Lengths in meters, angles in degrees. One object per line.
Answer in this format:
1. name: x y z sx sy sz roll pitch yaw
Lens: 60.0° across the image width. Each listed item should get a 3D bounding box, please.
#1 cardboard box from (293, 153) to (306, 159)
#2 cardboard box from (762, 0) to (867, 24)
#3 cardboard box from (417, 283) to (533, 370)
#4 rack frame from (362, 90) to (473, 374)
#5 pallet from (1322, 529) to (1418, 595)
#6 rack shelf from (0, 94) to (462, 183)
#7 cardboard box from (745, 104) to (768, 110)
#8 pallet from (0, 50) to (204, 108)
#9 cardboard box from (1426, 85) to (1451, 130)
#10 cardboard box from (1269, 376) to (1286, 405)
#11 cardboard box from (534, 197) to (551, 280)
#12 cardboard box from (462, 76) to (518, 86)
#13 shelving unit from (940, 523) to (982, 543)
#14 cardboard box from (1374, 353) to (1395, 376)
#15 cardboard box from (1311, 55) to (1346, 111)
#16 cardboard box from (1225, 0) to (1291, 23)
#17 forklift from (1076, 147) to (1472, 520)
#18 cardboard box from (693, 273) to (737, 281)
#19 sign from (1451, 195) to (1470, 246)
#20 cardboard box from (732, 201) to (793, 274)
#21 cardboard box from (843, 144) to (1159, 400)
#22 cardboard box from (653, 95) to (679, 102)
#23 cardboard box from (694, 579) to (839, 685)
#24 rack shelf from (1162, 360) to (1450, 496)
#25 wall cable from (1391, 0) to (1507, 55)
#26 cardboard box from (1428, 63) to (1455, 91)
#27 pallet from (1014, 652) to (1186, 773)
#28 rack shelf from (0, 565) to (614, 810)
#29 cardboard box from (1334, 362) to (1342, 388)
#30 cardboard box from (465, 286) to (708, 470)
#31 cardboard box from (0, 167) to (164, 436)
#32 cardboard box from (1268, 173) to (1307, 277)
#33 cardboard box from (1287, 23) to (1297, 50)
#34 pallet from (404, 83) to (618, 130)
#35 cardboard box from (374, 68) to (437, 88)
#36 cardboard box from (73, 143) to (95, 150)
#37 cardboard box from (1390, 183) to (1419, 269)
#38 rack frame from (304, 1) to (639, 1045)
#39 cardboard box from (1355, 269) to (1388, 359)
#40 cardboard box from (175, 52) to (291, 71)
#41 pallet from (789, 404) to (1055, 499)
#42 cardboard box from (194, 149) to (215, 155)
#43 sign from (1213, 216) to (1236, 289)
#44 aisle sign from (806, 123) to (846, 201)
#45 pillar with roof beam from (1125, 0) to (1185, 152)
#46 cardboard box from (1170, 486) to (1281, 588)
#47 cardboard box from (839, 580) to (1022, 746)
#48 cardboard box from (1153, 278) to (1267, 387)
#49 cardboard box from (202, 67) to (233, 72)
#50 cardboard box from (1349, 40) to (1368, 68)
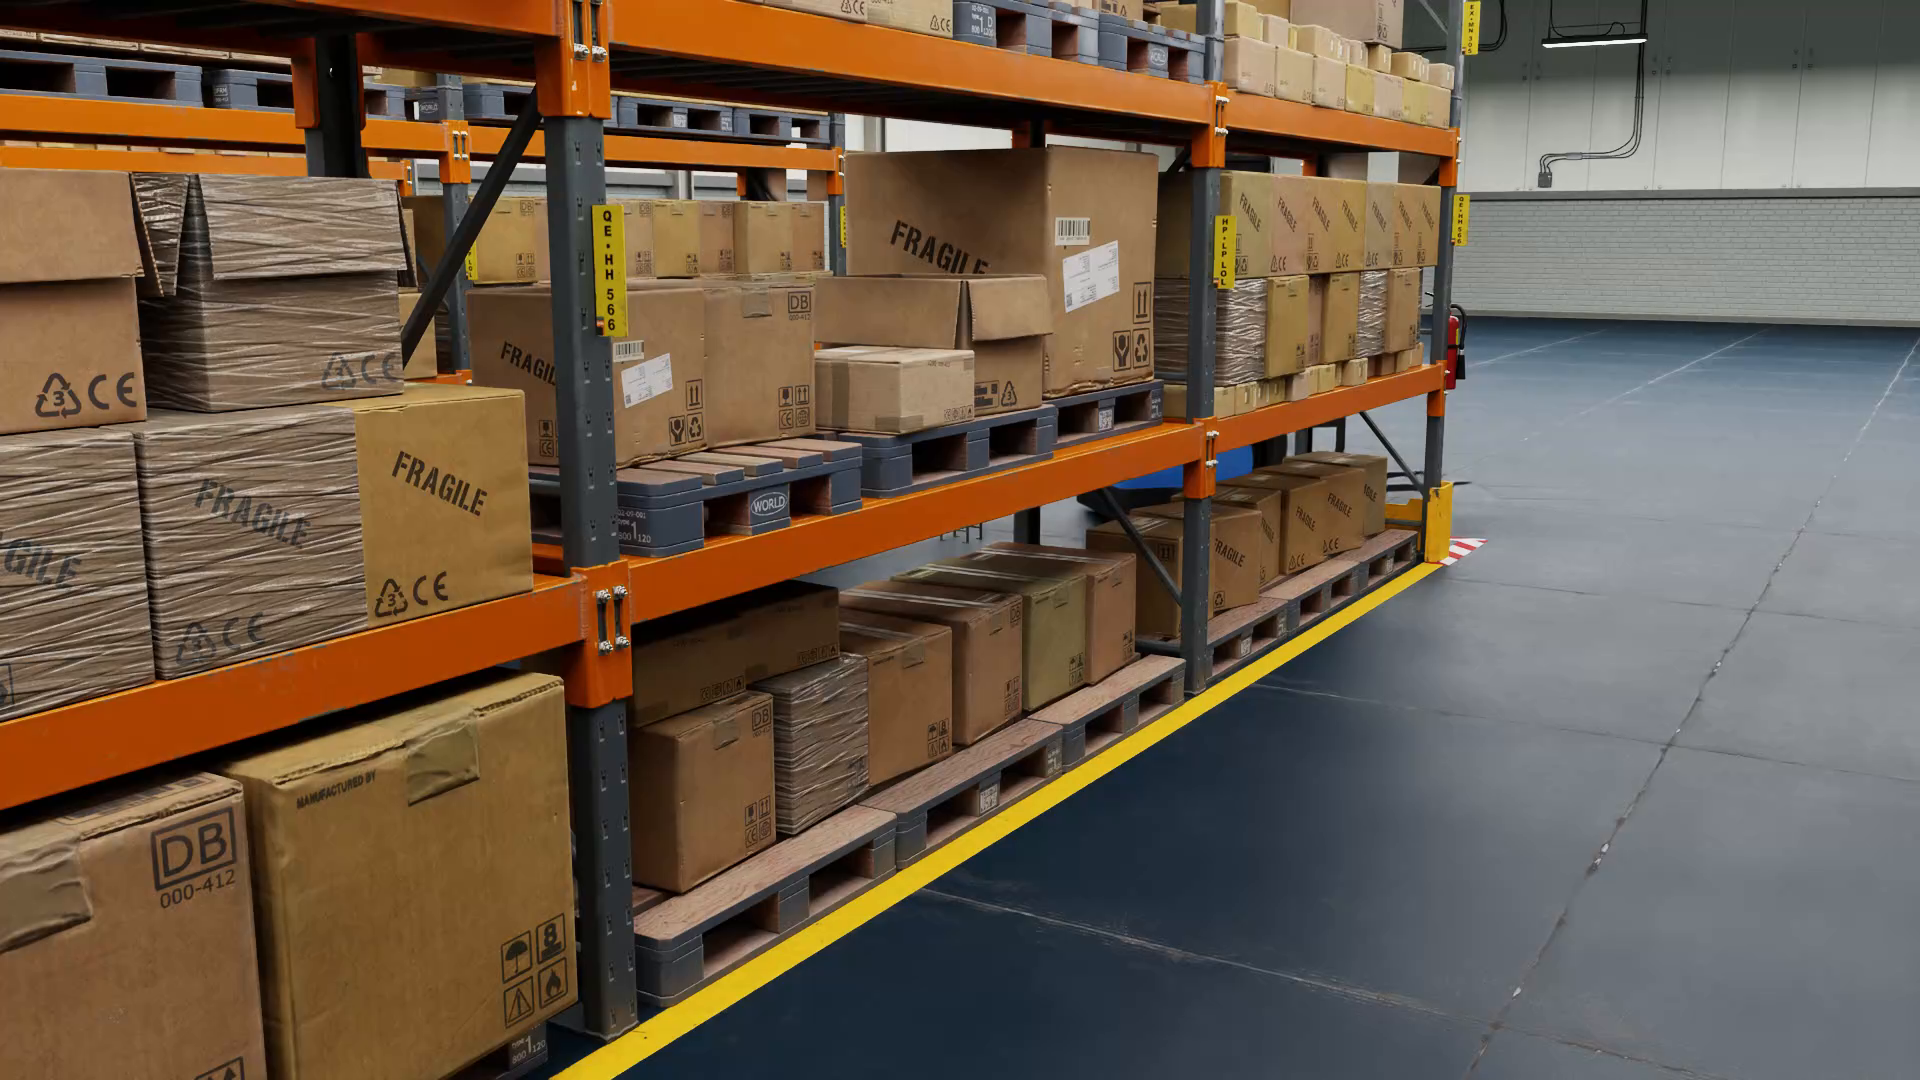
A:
1. cardboard box: -6.073 -3.516 15.030 0.380 0.149 0.250 6 12 31
2. cardboard box: -0.625 -1.688 4.992 0.500 0.250 0.500 7 13 32
3. cardboard box: -3.282 -1.409 10.837 0.875 0.550 0.550 6 12 31
4. rack frame: -3.463 -1.276 10.534 1.000 3.000 0.127 6 12 31
5. pallet: 2.308 0.091 10.807 1.003 0.211 1.213 6 12 31
6. rack shelf: -4.502 -2.083 8.644 1.077 0.370 4.000 6 12 31
7. cardboard box: -1.666 -3.307 12.502 0.380 0.149 0.250 7 12 31
8. pallet: -4.673 -2.311 8.424 1.003 0.211 1.213 7 13 33
9. cardboard box: 2.767 -2.716 10.482 0.500 0.250 0.500 7 13 32
10. cardboard box: 1.461 -0.788 8.611 0.380 0.149 0.250 6 12 31
11. cardboard box: -3.056 -2.033 11.235 0.875 0.550 0.550 6 12 31
12. cardboard box: -2.984 -2.907 10.366 0.380 0.149 0.250 6 12 30
13. shelving unit: 0.008 -0.592 11.770 0.258 1.200 0.189 6 12 31
14. cardboard box: 2.469 -1.106 10.309 0.380 0.149 0.250 6 12 31
15. cardboard box: 1.713 -2.394 8.763 0.500 0.250 0.500 6 12 28
16. cardboard box: 1.798 -3.123 9.811 0.500 0.500 0.500 6 12 30
17. forklift: 2.490 -1.666 12.805 3.031 2.935 1.130 -3 11 -15
18. cardboard box: -2.206 -1.752 12.667 0.875 0.550 0.550 6 12 31
19. sign: 3.264 -2.084 10.843 0.100 0.325 0.005 6 12 31
20. cardboard box: -1.819 -2.360 12.980 0.875 0.550 0.550 6 12 31
21. cardboard box: 0.191 -1.176 7.229 1.000 1.000 1.000 6 12 31
22. cardboard box: -2.194 -3.147 11.644 0.380 0.149 0.250 7 12 31
23. cardboard box: -0.765 0.294 5.708 0.500 0.250 0.500 8 13 37
24. rack shelf: 1.762 -0.747 9.665 1.077 0.370 4.000 6 12 31
25. wall cable: 12.146 -13.454 41.634 3.097 2.526 0.112 6 12 31
26. cardboard box: 2.922 -2.939 10.587 0.380 0.149 0.250 6 12 31
27. pallet: 0.320 0.707 7.520 1.003 0.211 1.213 6 12 31
28. rack shelf: -2.392 0.511 2.944 1.077 0.370 4.000 6 12 31
29. cardboard box: 1.950 -0.949 9.469 0.380 0.149 0.250 6 12 31
30. cardboard box: -1.107 -0.502 4.984 0.500 0.500 0.500 5 12 24
31. cardboard box: -2.088 -0.484 3.305 0.797 0.503 0.637 7 13 32
32. cardboard box: 1.432 -1.599 8.459 0.500 0.500 0.500 6 12 31
33. cardboard box: 1.485 -2.537 8.439 0.380 0.149 0.250 7 13 32
34. pallet: -3.030 -2.835 10.949 1.003 0.211 1.213 6 12 31
35. cardboard box: -3.548 -2.971 10.703 0.380 0.149 0.250 6 12 30
36. cardboard box: -7.157 -3.195 13.315 0.380 0.149 0.250 6 12 31
37. cardboard box: 2.471 -1.913 10.139 0.500 0.500 0.500 6 12 31
38. rack frame: -1.354 -0.157 4.558 1.000 3.000 0.127 6 12 31
39. cardboard box: 2.037 -1.362 9.915 0.875 0.500 0.500 6 12 31
40. cardboard box: -3.917 -2.717 9.075 0.500 0.250 0.500 6 12 30
41. pallet: -0.361 -0.378 6.260 1.003 0.211 1.213 6 12 31
42. cardboard box: -6.572 -3.353 14.157 0.380 0.149 0.250 6 12 31
43. sign: 1.199 -1.303 7.532 0.100 0.325 0.005 6 12 31
44. aisle sign: -1.094 -3.166 13.562 0.394 0.787 0.004 6 12 31
45. pillar with roof beam: 8.209 -10.068 41.194 9.100 9.000 0.548 6 12 31
46. cardboard box: 1.511 -0.019 9.472 0.500 0.500 0.500 5 12 26
47. cardboard box: -0.168 0.482 6.742 0.700 0.500 0.500 5 12 26
48. cardboard box: 1.010 -1.047 8.228 0.875 0.500 0.500 6 12 31
49. cardboard box: -4.214 -2.743 9.489 0.250 0.149 0.380 6 12 31
50. cardboard box: 2.059 -2.696 9.291 0.380 0.149 0.250 6 12 28
